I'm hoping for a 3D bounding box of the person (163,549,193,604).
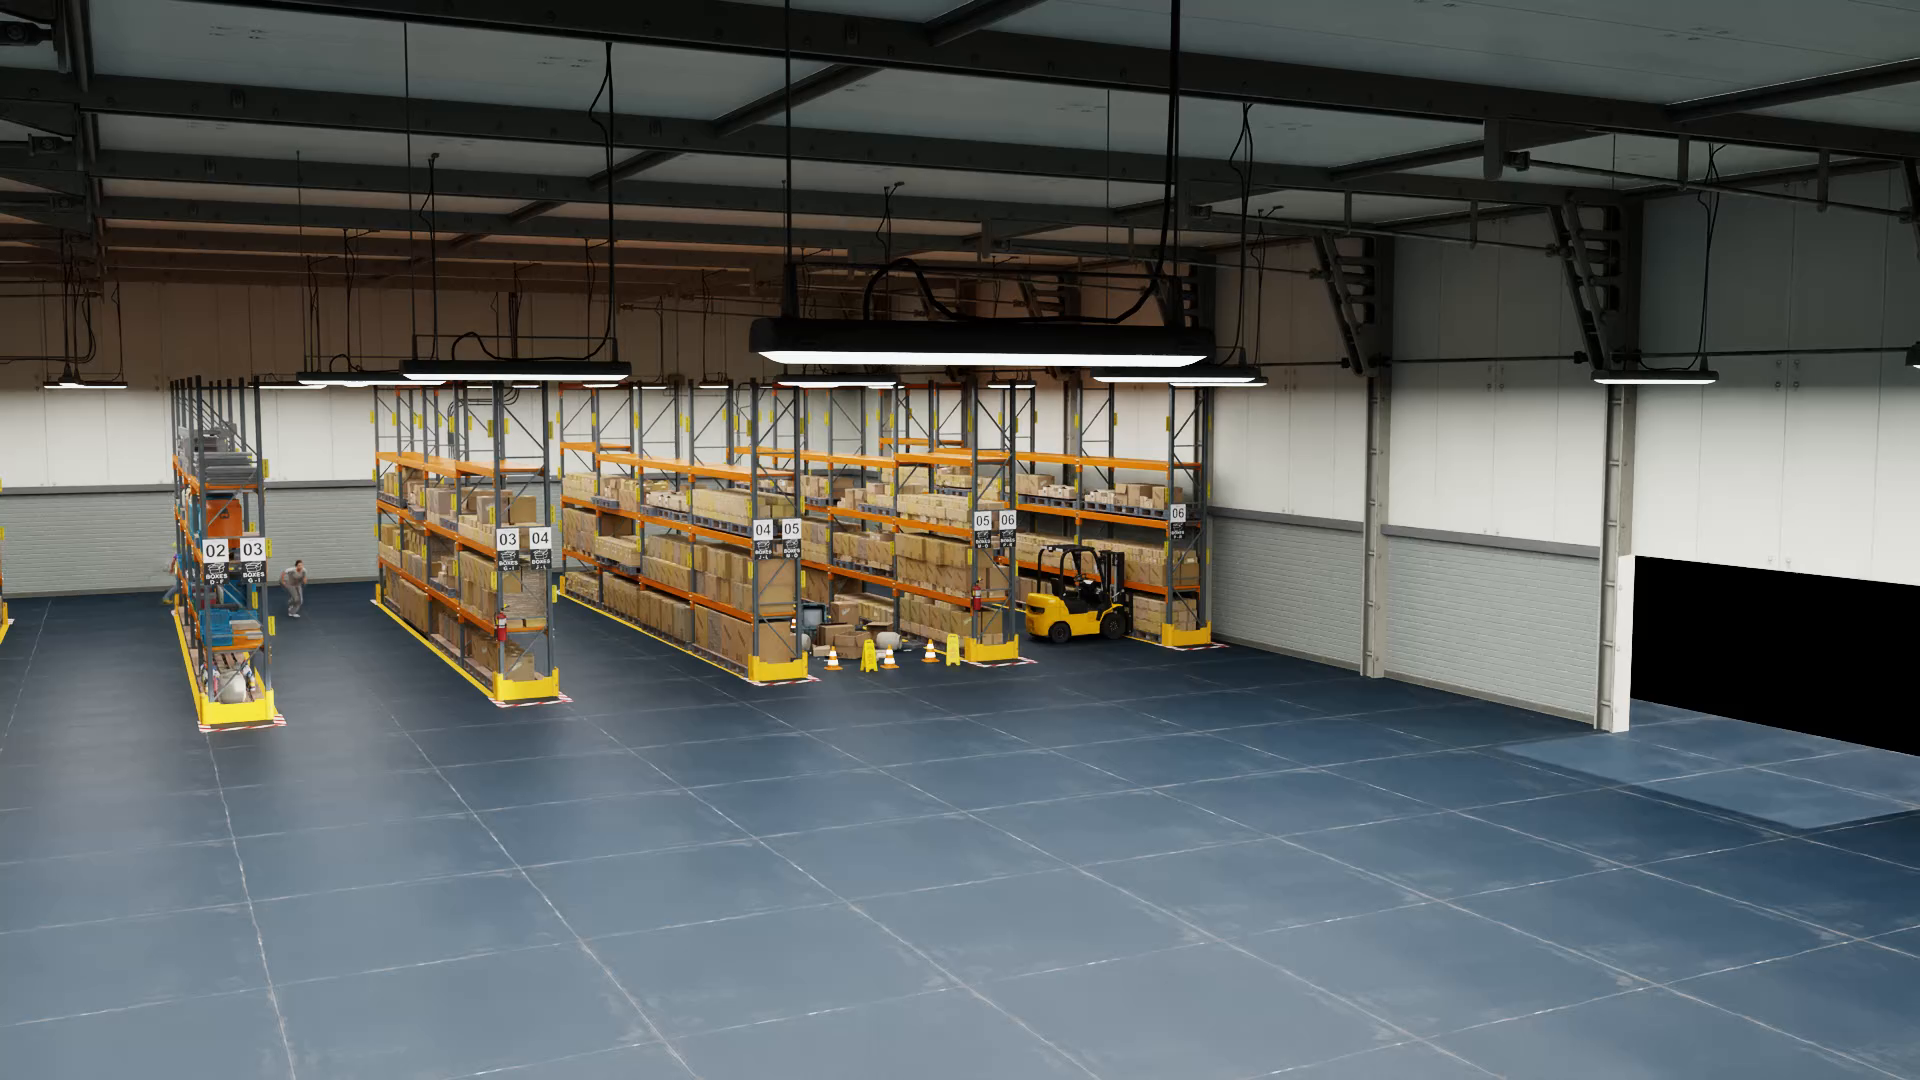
[{"bbox_3d":[-20.868,0.937,44.659,1.103,1.577,0.745,0,5,1],"label":"person"}]

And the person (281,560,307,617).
[{"bbox_3d":[-16.917,1.231,42.251,0.775,1.494,0.590,5,7,44],"label":"person"}]
